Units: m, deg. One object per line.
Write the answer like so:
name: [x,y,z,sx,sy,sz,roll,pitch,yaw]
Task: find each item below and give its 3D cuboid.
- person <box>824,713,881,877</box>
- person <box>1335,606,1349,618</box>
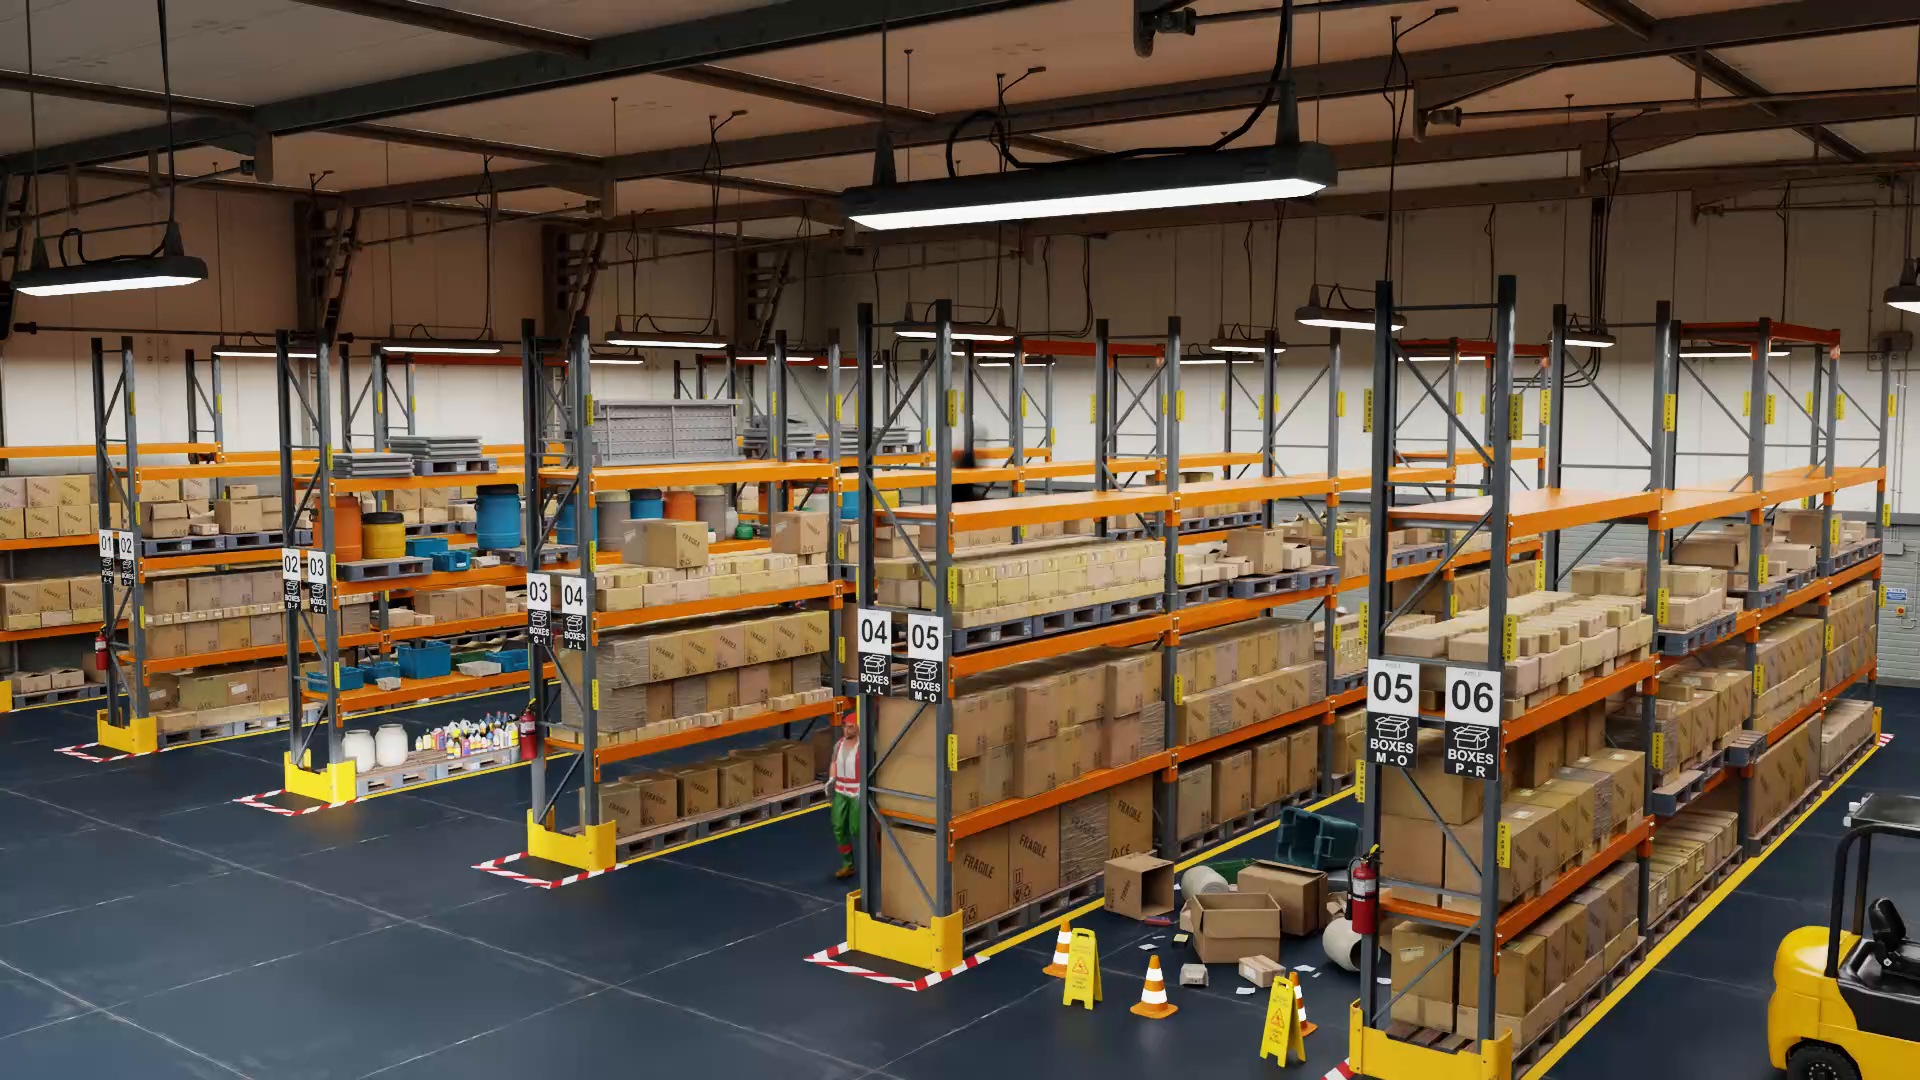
person: [-1.125,2.729,17.988,0.698,1.744,0.724,3,6,30]
person: [6.182,1.950,26.796,0.691,1.784,0.970,4,6,38]
